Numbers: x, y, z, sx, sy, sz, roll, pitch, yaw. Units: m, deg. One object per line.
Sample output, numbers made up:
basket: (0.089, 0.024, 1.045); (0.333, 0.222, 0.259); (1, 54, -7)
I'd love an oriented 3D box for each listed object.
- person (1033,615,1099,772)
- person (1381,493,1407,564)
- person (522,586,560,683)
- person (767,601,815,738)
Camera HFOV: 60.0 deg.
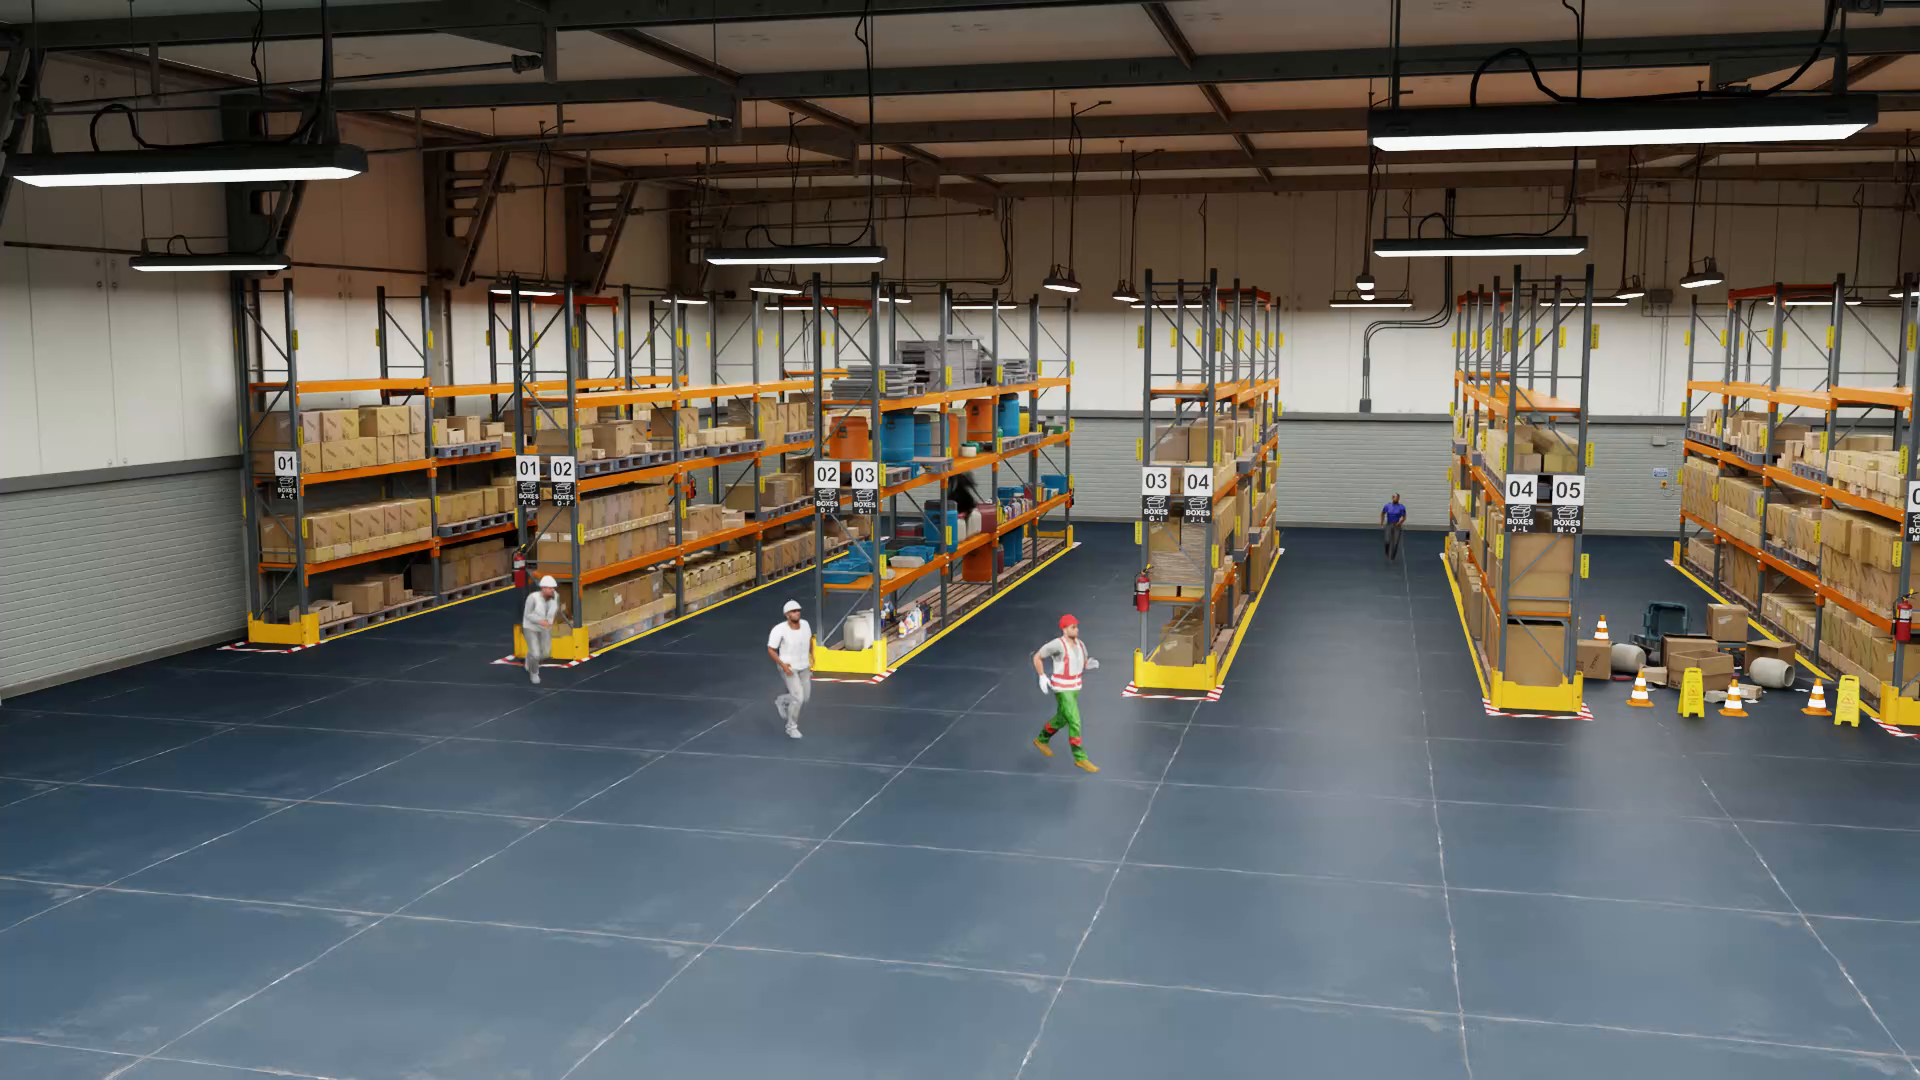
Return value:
person: (1.234, 1.753, 19.467); (0.983, 1.791, 0.660); (6, 9, 39)
person: (9.705, -0.253, 37.268); (0.572, 1.595, 0.601); (2, 7, 17)
person: (-6.125, 1.324, 24.388); (0.848, 1.568, 0.665); (7, 10, 44)
person: (-2.164, 1.623, 21.185); (0.707, 1.752, 0.644); (-6, 9, -42)
